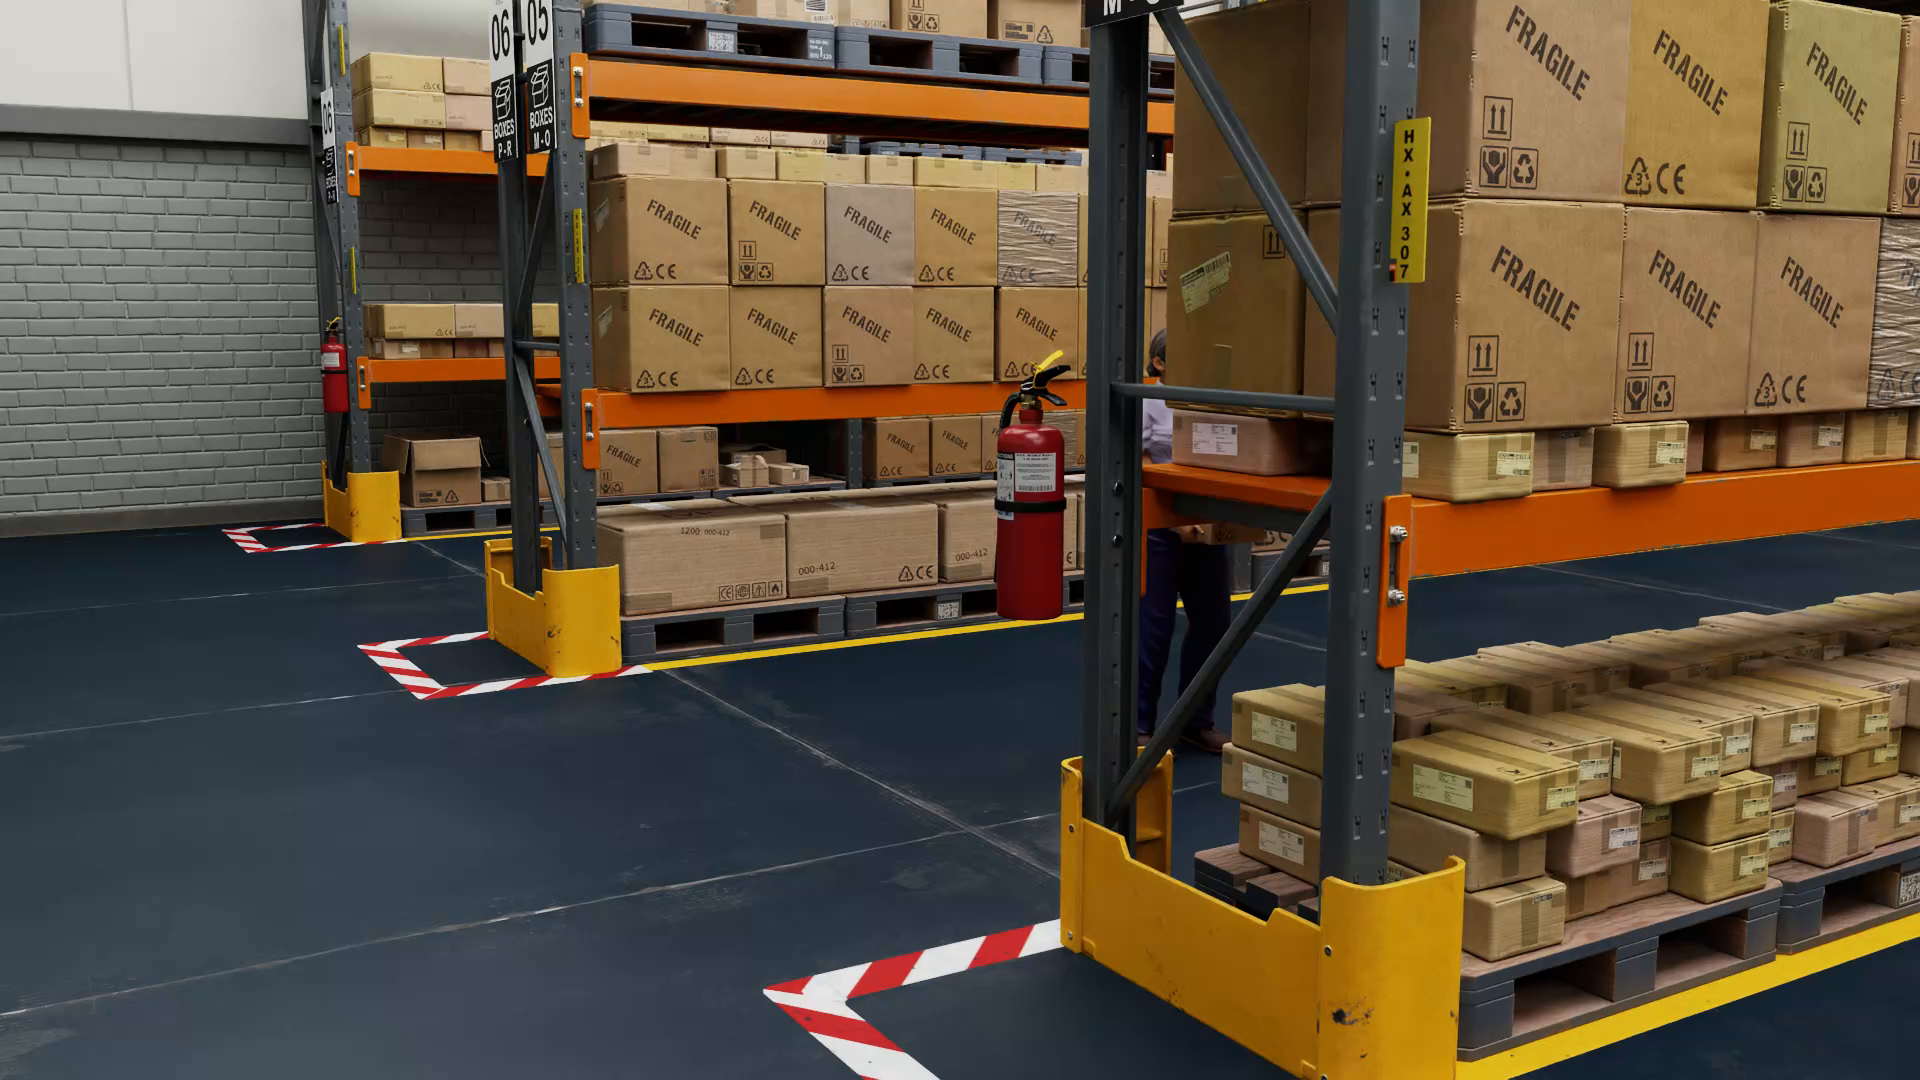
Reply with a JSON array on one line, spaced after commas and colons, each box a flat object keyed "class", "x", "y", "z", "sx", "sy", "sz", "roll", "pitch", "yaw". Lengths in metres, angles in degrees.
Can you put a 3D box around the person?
[{"class": "person", "x": 0.874, "y": 0.012, "z": 6.338, "sx": 0.452, "sy": 1.635, "sz": 0.525, "roll": -5, "pitch": 10, "yaw": -30}]
